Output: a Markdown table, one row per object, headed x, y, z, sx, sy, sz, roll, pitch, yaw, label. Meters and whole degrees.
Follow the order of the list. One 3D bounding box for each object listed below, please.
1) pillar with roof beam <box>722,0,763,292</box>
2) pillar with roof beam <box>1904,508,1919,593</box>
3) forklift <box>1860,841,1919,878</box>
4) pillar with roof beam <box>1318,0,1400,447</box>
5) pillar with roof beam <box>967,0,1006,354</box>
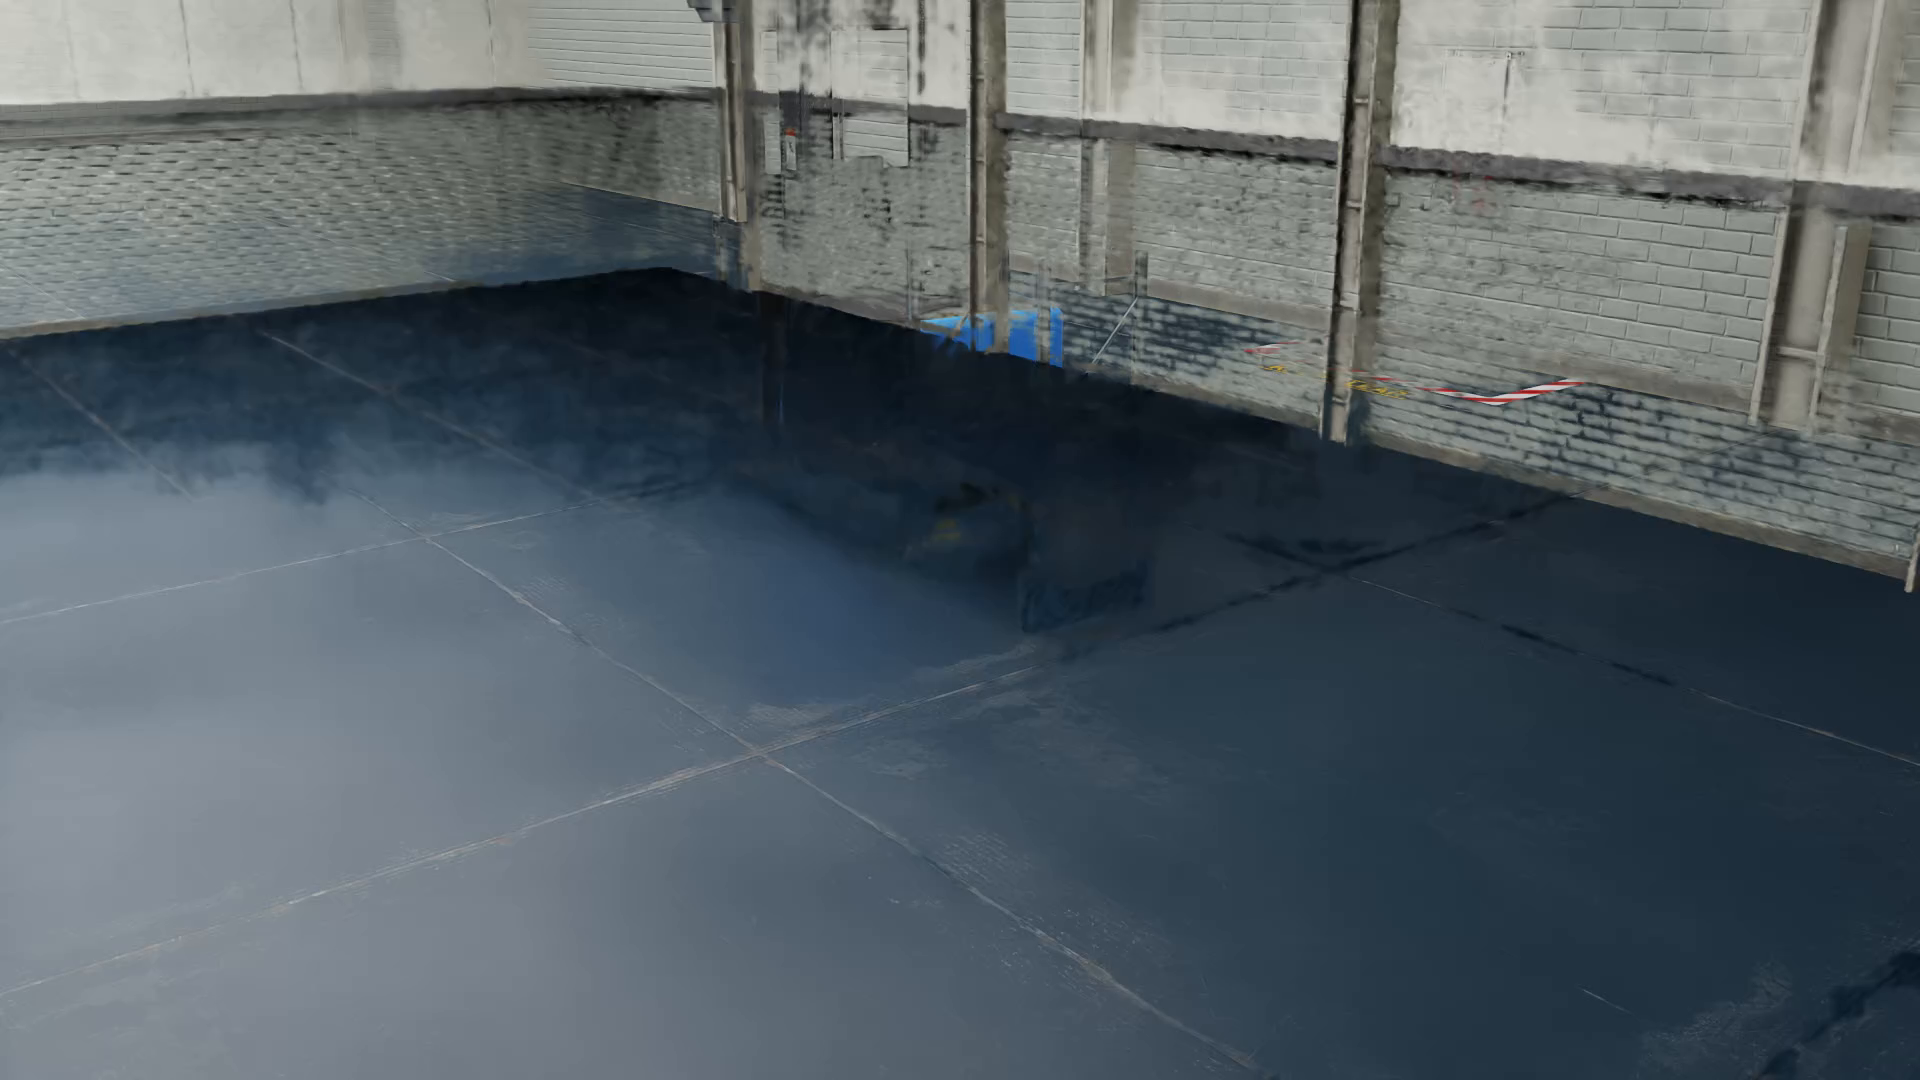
| x | y | z | sx | sy | sz | roll | pitch | yaw | label |
| --- | --- | --- | --- | --- | --- | --- | --- | --- | --- |
| -13.321 | -10.021 | 23.809 | 9.100 | 9.000 | 0.400 | -14 | 23 | -36 | pillar with roof beam |
| -2.145 | -5.585 | 10.414 | 9.100 | 9.000 | 0.400 | -14 | 23 | -36 | pillar with roof beam |
| -0.683 | -1.778 | 8.568 | 1.130 | 2.935 | 3.031 | -11 | 21 | -29 | forklift |
| -5.871 | -7.064 | 14.879 | 9.100 | 9.000 | 0.400 | -14 | 23 | -36 | pillar with roof beam |
| -9.596 | -8.542 | 19.344 | 9.100 | 9.000 | 0.400 | -14 | 23 | -36 | pillar with roof beam |
